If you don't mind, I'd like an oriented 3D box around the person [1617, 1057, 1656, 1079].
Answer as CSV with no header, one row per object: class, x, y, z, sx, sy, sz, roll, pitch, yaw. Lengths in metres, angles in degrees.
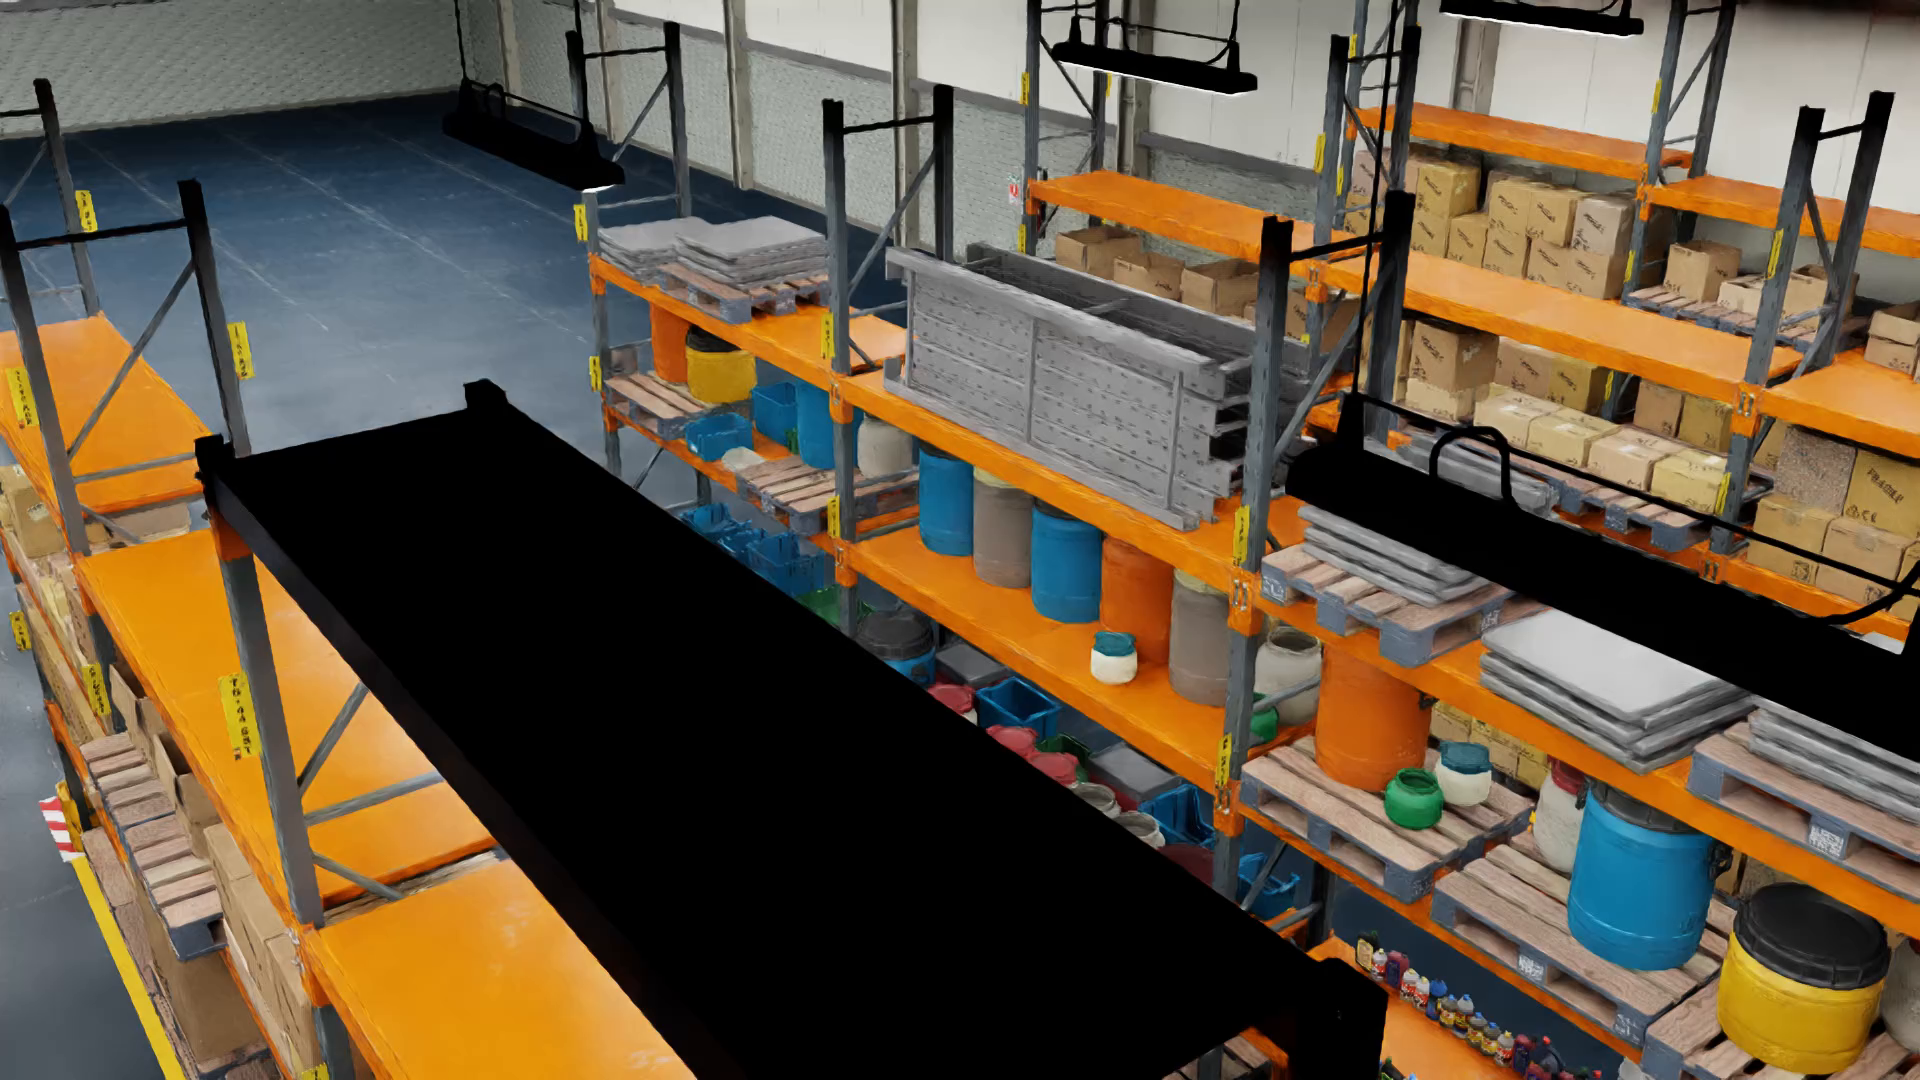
person,4.136,3.283,9.879,0.538,1.653,0.573,-4,25,-8
